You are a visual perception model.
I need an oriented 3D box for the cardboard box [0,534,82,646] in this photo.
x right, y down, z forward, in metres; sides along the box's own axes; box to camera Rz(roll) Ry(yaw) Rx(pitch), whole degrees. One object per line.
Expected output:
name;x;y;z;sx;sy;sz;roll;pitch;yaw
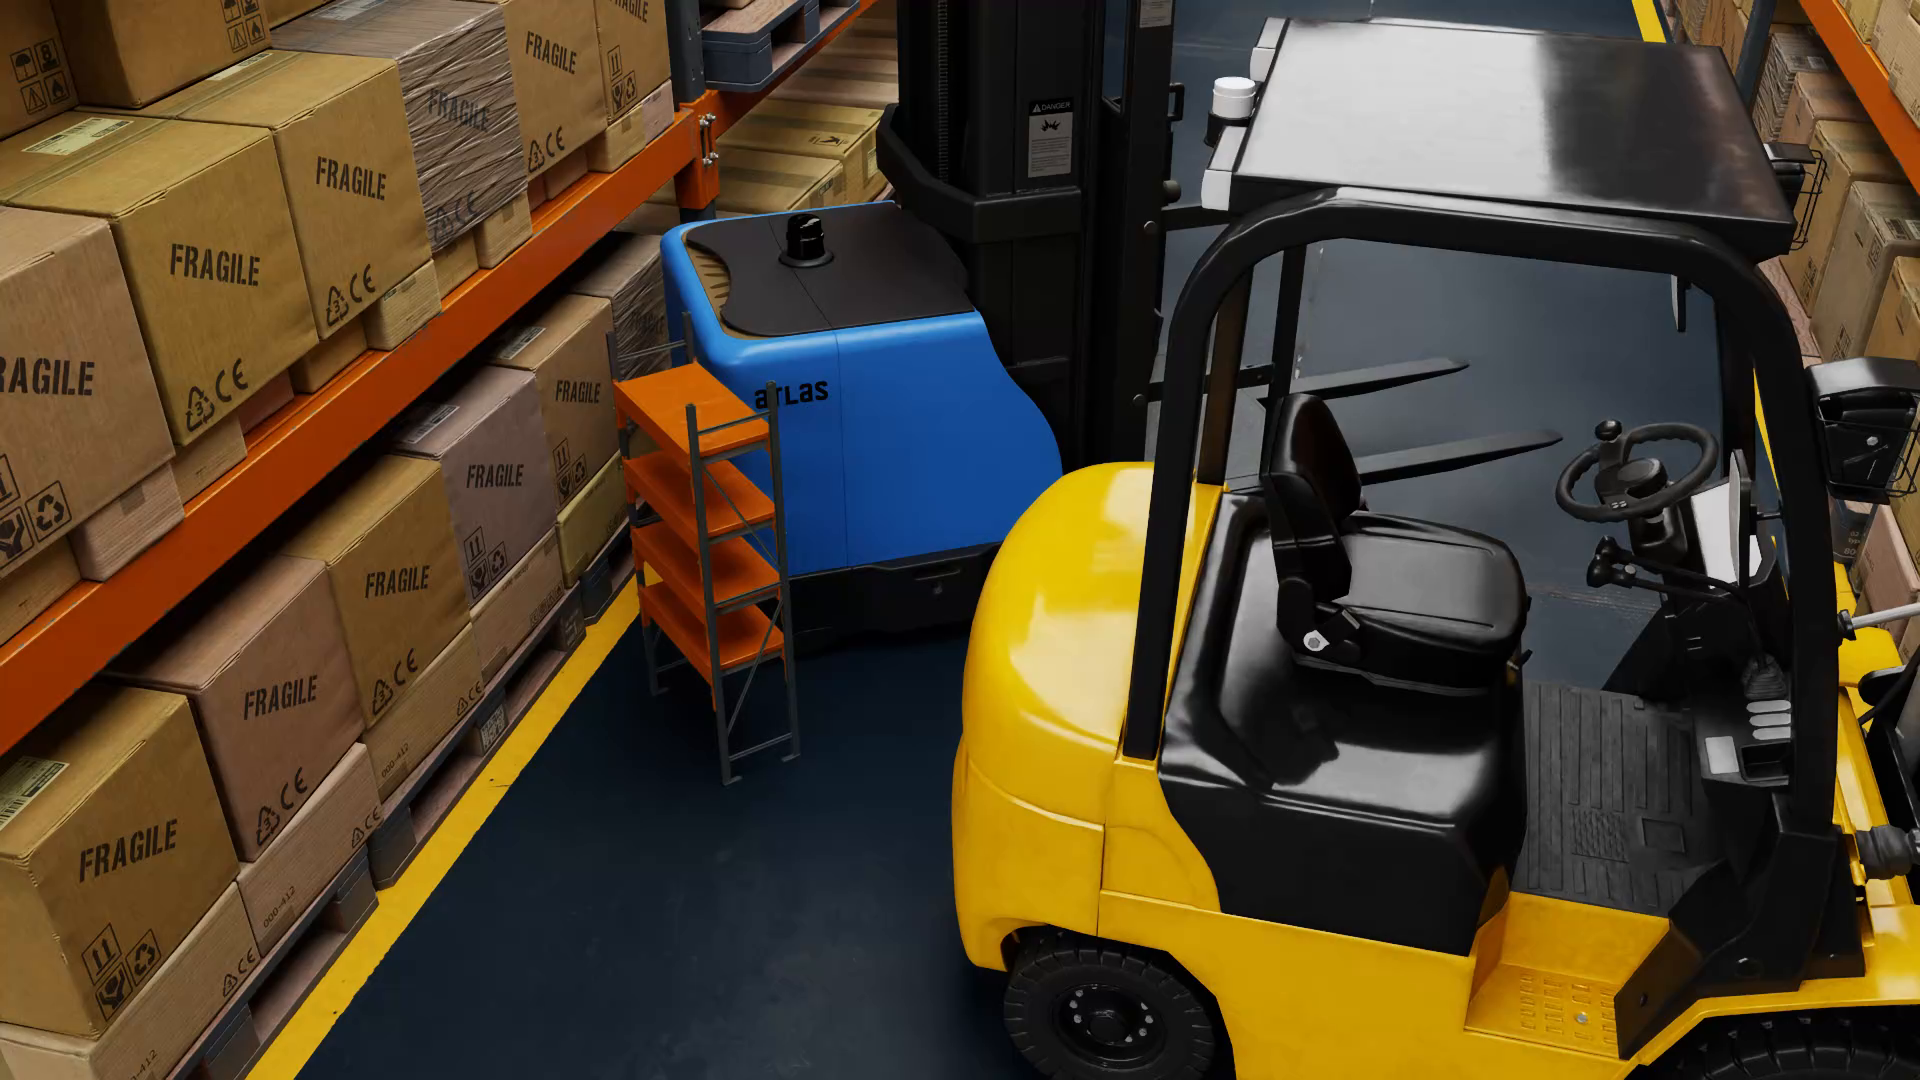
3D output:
cardboard box;-1.900;0.056;3.100;0.380;0.149;0.250;7;33;11

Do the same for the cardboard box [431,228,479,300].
cardboard box;-1.503;-0.747;4.364;0.380;0.149;0.250;7;33;12

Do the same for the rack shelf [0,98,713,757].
rack shelf;-1.875;-0.377;4.217;1.077;0.370;4.000;8;33;12

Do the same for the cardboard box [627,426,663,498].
cardboard box;-1.258;-0.392;5.742;0.500;0.250;0.500;10;34;15

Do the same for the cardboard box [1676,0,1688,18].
cardboard box;4.868;-3.562;10.495;0.500;0.500;0.500;7;33;11

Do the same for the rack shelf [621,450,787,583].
rack shelf;-0.695;-0.095;4.490;0.258;0.148;0.480;-19;37;-27

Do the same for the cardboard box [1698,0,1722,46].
cardboard box;4.616;-3.021;9.645;0.500;0.500;0.500;9;34;14

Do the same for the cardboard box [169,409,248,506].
cardboard box;-1.758;-0.208;3.516;0.380;0.149;0.250;9;34;14

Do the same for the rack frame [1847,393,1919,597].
rack frame;3.435;-1.044;4.597;1.000;3.000;0.127;8;33;12

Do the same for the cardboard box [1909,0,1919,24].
cardboard box;3.435;-1.749;5.380;0.500;0.250;0.500;7;33;11

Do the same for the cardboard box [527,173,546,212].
cardboard box;-1.429;-1.021;4.795;0.380;0.149;0.250;8;33;12

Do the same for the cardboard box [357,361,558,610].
cardboard box;-1.514;-0.179;4.708;0.500;0.500;0.500;10;34;15

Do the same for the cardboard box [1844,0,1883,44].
cardboard box;3.711;-2.062;6.338;0.500;0.250;0.500;9;34;14

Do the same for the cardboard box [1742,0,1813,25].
cardboard box;4.330;-2.807;8.703;0.380;0.149;0.250;6;33;10

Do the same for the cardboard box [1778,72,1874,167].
cardboard box;4.120;-1.633;7.345;0.875;0.625;0.625;9;34;14

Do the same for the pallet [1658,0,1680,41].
pallet;5.295;-3.592;11.203;1.003;0.211;1.213;8;33;12

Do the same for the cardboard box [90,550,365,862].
cardboard box;-1.777;0.359;3.862;0.500;0.500;0.500;7;33;11

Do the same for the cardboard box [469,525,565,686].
cardboard box;-1.517;0.149;4.891;0.500;0.250;0.500;9;33;13

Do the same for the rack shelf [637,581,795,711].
rack shelf;-0.695;0.261;4.716;0.258;0.148;0.480;-19;37;-27

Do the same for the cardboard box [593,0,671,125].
cardboard box;-1.240;-1.621;5.134;0.500;0.500;0.500;7;33;11

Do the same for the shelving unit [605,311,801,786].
shelving unit;-0.695;0.037;4.574;0.258;1.200;0.503;-19;37;-27

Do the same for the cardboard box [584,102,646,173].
cardboard box;-1.211;-1.273;5.191;0.380;0.149;0.250;9;33;13

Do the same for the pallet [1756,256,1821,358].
pallet;3.891;-0.890;6.954;1.003;0.211;1.213;8;33;12

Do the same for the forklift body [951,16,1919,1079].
forklift body;1.136;0.157;3.498;2.313;2.155;1.214;8;33;12

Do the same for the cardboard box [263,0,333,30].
cardboard box;-1.993;-1.590;4.153;0.700;0.500;0.500;7;33;11

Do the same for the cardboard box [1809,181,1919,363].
cardboard box;3.760;-0.893;6.181;0.875;0.625;0.625;8;33;12

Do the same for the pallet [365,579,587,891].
pallet;-1.811;0.447;4.850;1.003;0.211;1.213;8;33;12

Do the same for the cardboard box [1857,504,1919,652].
cardboard box;2.991;0.145;4.898;0.500;0.250;0.500;8;33;13

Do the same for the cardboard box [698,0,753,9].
cardboard box;-0.922;-2.033;5.995;0.380;0.149;0.250;8;33;13

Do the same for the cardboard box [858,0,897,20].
cardboard box;-0.097;-3.422;9.925;0.875;0.875;0.875;8;33;12

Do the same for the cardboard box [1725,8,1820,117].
cardboard box;4.349;-2.491;8.811;0.500;0.500;0.500;9;34;14

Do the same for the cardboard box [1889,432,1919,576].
cardboard box;3.013;-0.063;4.759;0.500;0.250;0.500;8;33;12

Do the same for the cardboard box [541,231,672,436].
cardboard box;-1.258;-0.708;5.540;0.500;0.500;0.500;8;33;12

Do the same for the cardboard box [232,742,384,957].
cardboard box;-1.774;0.696;4.031;0.500;0.250;0.500;9;34;14

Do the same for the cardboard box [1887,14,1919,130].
cardboard box;3.432;-1.540;5.516;0.500;0.250;0.500;8;33;12

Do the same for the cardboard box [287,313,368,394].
cardboard box;-1.654;-0.486;3.953;0.380;0.149;0.250;7;33;11

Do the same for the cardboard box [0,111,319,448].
cardboard box;-1.738;-0.552;3.452;0.500;0.500;0.500;7;33;11

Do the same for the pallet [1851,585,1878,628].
pallet;3.192;0.539;4.705;1.003;0.211;1.213;8;33;12

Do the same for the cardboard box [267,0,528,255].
cardboard box;-1.491;-1.083;4.288;0.500;0.500;0.500;9;34;14

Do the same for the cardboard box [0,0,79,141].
cardboard box;-2.299;-1.067;3.330;0.700;0.500;0.500;8;33;12

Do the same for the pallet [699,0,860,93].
pallet;-1.033;-2.014;6.301;1.003;0.211;1.213;8;33;12

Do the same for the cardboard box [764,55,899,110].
cardboard box;-0.685;-2.186;8.451;0.950;0.372;0.625;7;33;11

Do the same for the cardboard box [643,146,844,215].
cardboard box;-1.058;-1.432;7.265;0.950;0.372;0.625;10;34;15

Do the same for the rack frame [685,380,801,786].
rack frame;-0.562;0.146;4.401;0.240;1.200;0.015;-19;37;-27

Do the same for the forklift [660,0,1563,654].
forklift;0.599;-1.338;5.122;3.031;2.935;1.130;-10;34;-15
